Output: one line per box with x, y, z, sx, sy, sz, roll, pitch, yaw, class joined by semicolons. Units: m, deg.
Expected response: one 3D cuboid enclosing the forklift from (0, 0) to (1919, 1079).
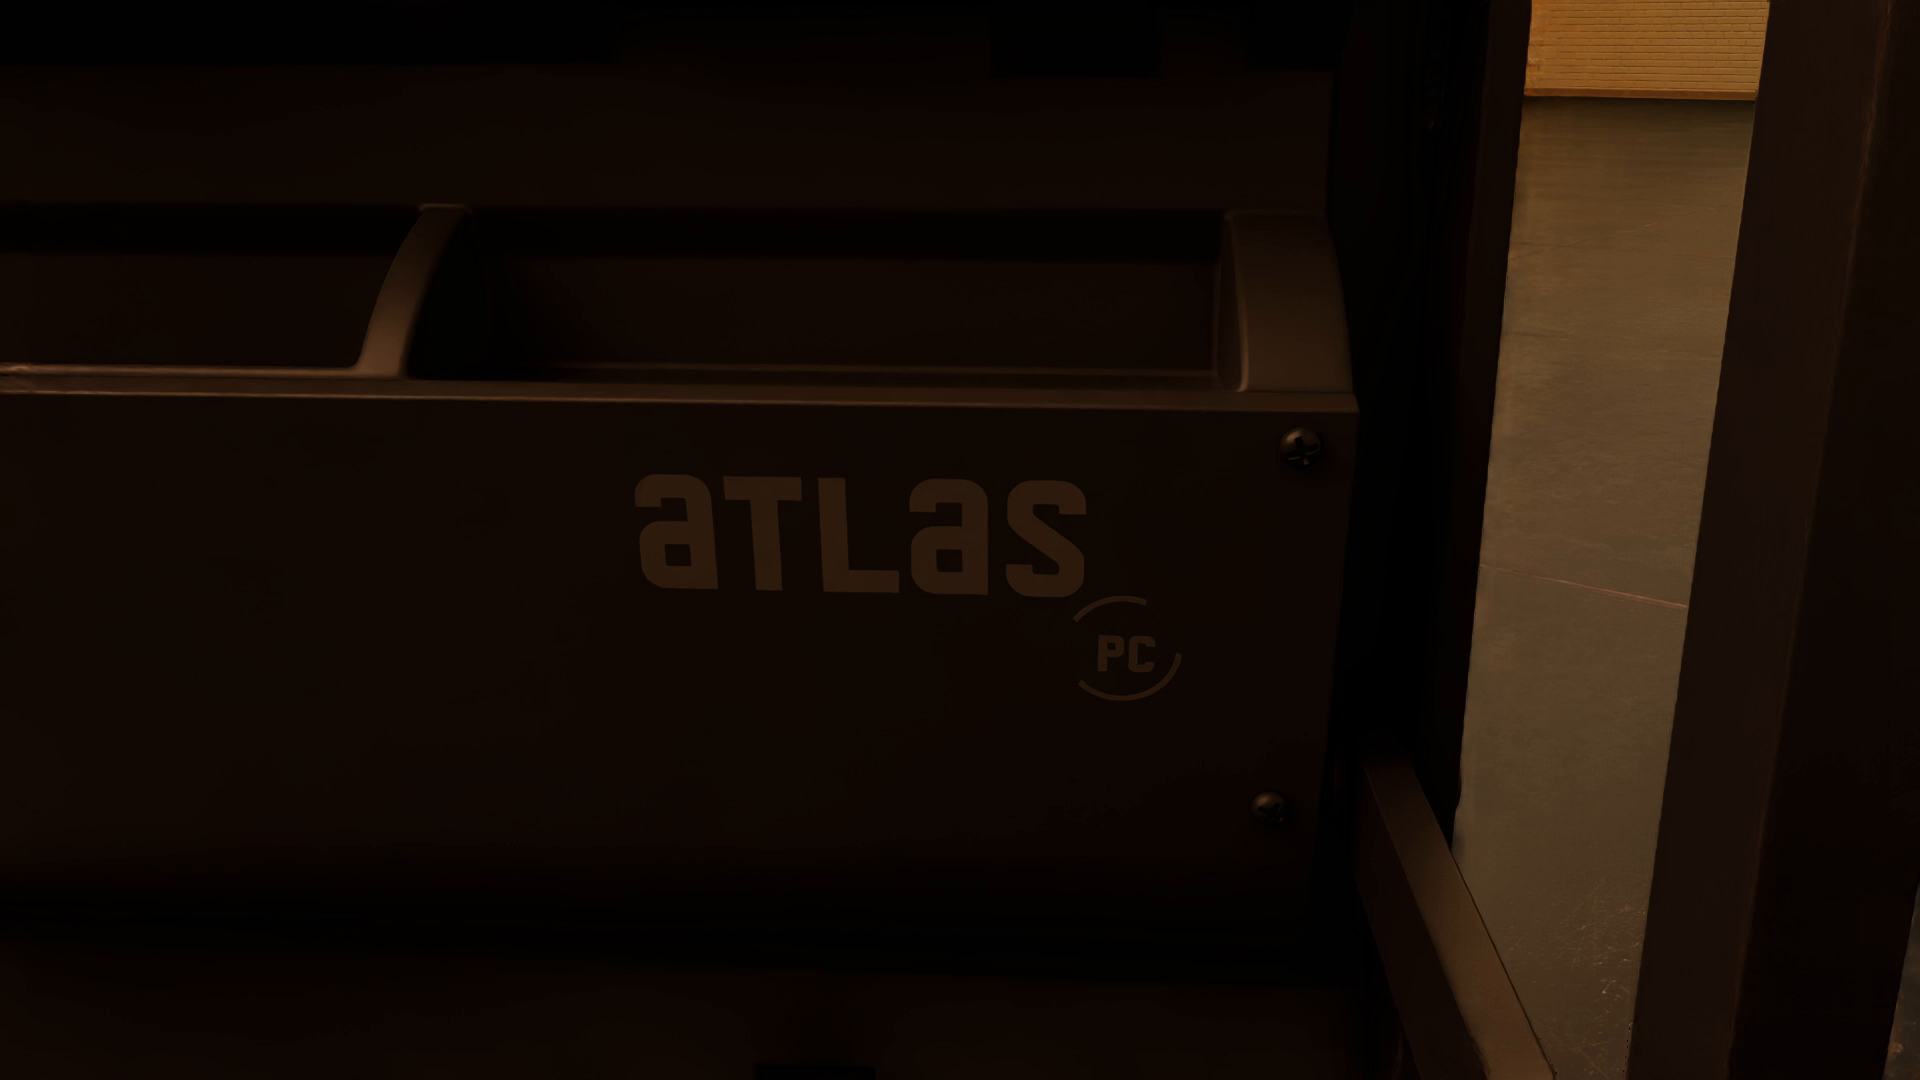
-0.286;-0.494;0.526;1.130;2.935;3.031;1;17;4;forklift
